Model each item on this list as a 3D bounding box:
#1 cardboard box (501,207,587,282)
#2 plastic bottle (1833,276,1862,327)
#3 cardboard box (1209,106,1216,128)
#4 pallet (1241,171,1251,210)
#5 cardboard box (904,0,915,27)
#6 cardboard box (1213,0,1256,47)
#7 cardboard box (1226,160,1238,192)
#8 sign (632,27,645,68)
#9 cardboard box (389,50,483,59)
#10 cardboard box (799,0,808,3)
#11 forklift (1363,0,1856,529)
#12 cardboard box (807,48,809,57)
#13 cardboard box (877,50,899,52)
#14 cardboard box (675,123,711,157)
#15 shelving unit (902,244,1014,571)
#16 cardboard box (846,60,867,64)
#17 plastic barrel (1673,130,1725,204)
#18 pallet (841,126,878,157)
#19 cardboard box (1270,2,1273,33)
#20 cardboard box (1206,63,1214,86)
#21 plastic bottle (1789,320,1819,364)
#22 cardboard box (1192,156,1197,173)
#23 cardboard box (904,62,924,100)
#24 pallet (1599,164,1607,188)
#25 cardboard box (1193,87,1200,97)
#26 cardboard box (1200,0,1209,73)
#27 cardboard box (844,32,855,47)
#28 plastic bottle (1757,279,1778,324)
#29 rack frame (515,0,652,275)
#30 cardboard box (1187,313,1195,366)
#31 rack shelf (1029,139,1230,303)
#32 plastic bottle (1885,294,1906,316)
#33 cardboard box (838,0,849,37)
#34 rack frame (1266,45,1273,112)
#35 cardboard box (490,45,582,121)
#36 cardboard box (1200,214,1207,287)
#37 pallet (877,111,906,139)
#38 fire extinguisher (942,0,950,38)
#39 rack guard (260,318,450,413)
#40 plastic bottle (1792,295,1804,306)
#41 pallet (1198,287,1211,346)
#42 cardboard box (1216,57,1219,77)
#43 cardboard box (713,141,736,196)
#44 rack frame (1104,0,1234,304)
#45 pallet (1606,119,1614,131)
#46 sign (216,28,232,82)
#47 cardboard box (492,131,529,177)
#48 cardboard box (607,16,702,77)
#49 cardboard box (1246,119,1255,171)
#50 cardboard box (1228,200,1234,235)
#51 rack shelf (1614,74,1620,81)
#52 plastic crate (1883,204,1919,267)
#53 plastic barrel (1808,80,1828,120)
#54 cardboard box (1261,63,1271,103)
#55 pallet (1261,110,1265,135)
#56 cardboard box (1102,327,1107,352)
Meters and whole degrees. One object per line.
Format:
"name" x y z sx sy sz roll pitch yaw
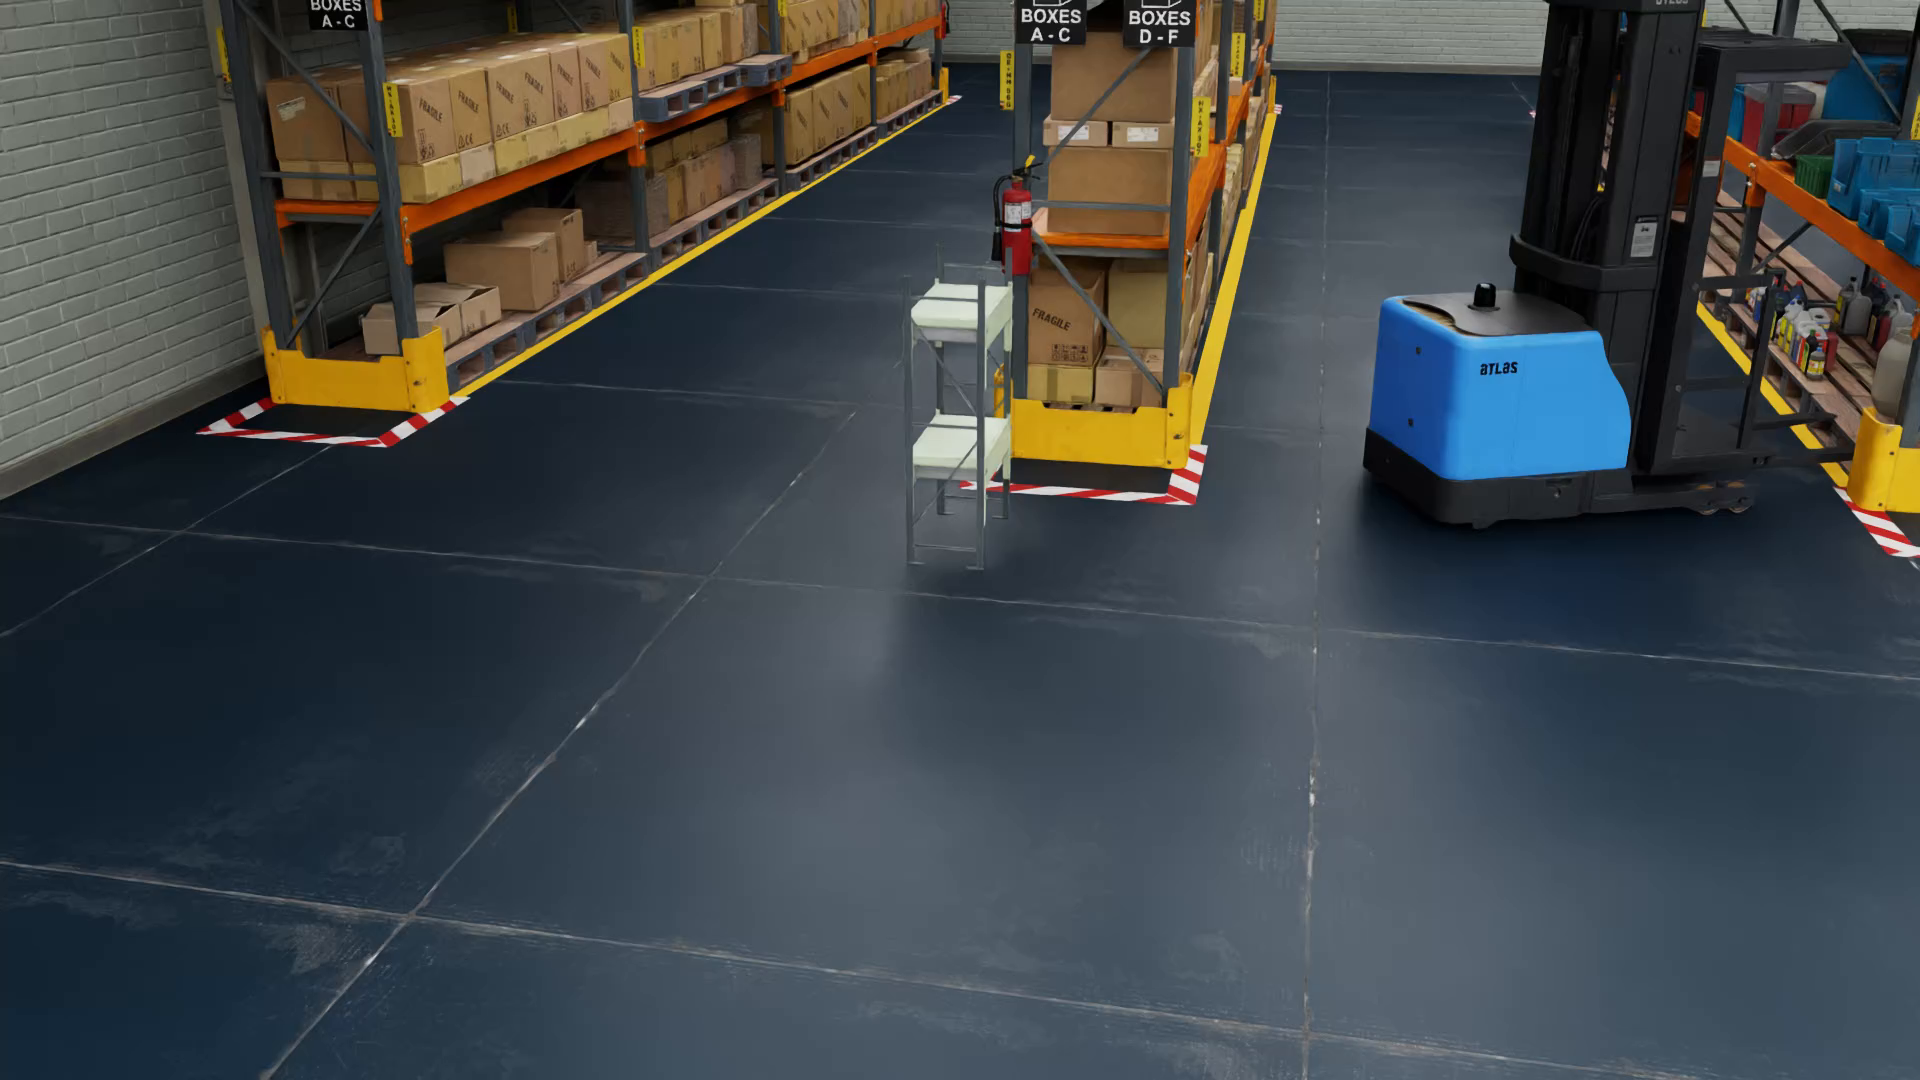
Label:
"cardboard box" -3.400 -2.426 13.618 0.500 0.500 0.500 3 22 7
"plastic bottle" 6.481 -1.737 12.109 0.144 0.351 0.185 4 22 11
"cardboard box" 2.004 -3.579 14.062 0.380 0.149 0.250 4 22 11
"pallet" 2.628 -3.827 18.073 1.003 0.211 1.213 4 22 11
"cardboard box" -1.175 -7.559 23.206 0.980 0.700 0.700 3 22 8
"cardboard box" 2.831 -5.650 18.172 0.700 0.500 0.500 9 24 21
"cardboard box" 2.368 -3.445 15.759 0.500 0.311 0.500 4 22 11
"sign" -2.695 -4.127 13.926 0.100 0.325 0.005 4 22 11
"cardboard box" -3.839 -3.334 12.287 0.500 0.500 0.500 5 22 12
"cardboard box" -1.957 -6.111 18.450 0.500 0.250 0.500 4 22 10
"forklift" 3.931 -1.685 9.113 3.031 2.935 1.130 -5 22 -12
"cardboard box" -1.945 -5.601 19.056 0.380 0.149 0.250 5 22 12
"cardboard box" -1.097 -7.101 24.385 0.380 0.149 0.250 5 22 11
"cardboard box" -2.785 -3.960 16.423 0.500 0.250 0.500 4 22 11
"shelving unit" -0.001 -0.693 8.567 0.431 1.500 0.755 4 22 11
"cardboard box" -1.407 -6.543 22.999 0.380 0.149 0.250 4 22 9
"plastic barrel" 7.370 -3.840 16.715 0.600 0.830 0.708 4 22 11
"pallet" -1.679 -5.108 21.254 1.003 0.211 1.213 4 22 11
"cardboard box" 3.934 -7.082 22.288 0.500 0.500 0.500 4 22 10
"cardboard box" 1.724 -3.529 12.598 0.380 0.149 0.250 4 22 10
"plastic bottle" 5.707 -1.332 11.203 0.152 0.276 0.135 4 22 9
"cardboard box" 1.331 -2.894 11.892 0.700 0.500 0.500 5 22 12
"cardboard box" -0.926 -6.741 24.360 0.700 0.500 0.500 4 22 11
"pallet" 7.658 -3.914 18.290 1.003 0.211 1.213 4 22 11
"cardboard box" 1.412 -2.961 11.188 0.380 0.149 0.250 5 22 11
"cardboard box" 1.436 -3.688 12.125 0.700 0.500 0.500 4 22 11
"cardboard box" -1.509 -6.151 20.419 0.380 0.149 0.250 4 22 11
"plastic bottle" 5.900 -1.720 12.067 0.144 0.351 0.185 5 22 12
"rack frame" -3.228 -3.764 14.184 1.000 3.000 0.127 4 22 11
"cardboard box" 1.335 -1.389 11.406 0.500 0.250 0.500 4 22 11
"rack shelf" 1.215 -2.322 11.568 1.077 0.370 4.000 4 22 11
"plastic bottle" 6.517 -1.538 11.614 0.144 0.351 0.185 4 22 11
"cardboard box" -1.648 -6.325 19.984 0.500 0.500 0.500 4 22 11
"rack frame" 4.071 -7.776 24.146 1.000 3.000 0.127 4 22 11
"cardboard box" -3.231 -3.488 12.670 0.500 0.500 0.500 4 22 9
"cardboard box" 1.530 -2.103 12.175 0.500 0.500 0.500 4 22 11
"pallet" -1.363 -5.668 22.645 1.003 0.211 1.213 4 22 11
"fire extinguisher" -0.296 -7.964 25.214 0.296 0.674 0.183 4 22 11
"rack guard" -4.028 -1.169 11.087 1.175 0.500 0.348 4 22 11
"plastic bottle" 5.989 -1.621 11.927 0.097 0.271 0.097 0 22 0
"pallet" 1.419 -1.806 13.056 1.003 0.211 1.213 4 22 11
"cardboard box" 2.322 -4.679 16.576 0.500 0.311 0.500 6 23 14
"cardboard box" -2.726 -3.824 17.091 0.700 0.500 0.500 4 22 11
"rack frame" 1.623 -3.387 13.249 1.000 3.000 0.127 4 22 11
"pallet" 8.462 -5.360 21.880 1.003 0.211 1.213 4 22 11
"sign" -4.583 -3.034 10.399 0.100 0.325 0.005 4 22 11
"cardboard box" -3.432 -2.772 11.894 0.500 0.250 0.500 4 22 10
"cardboard box" -2.866 -4.645 15.648 0.700 0.500 0.500 8 23 18
"cardboard box" 3.020 -4.415 18.557 0.500 0.500 0.500 4 22 10
"cardboard box" 2.261 -2.998 15.401 0.500 0.250 0.500 5 22 12
"rack shelf" 7.695 -4.869 17.891 1.077 0.370 4.000 4 22 11
"plastic crate" 5.464 -1.682 9.215 0.499 0.251 0.616 4 22 11
"plastic barrel" 6.881 -3.405 13.110 0.433 0.535 0.433 0 22 0
"cardboard box" 4.201 -6.603 23.991 0.500 0.500 0.500 4 22 11
"pallet" 3.643 -5.718 22.770 1.003 0.211 1.213 4 22 11
"cardboard box" 0.717 -1.246 11.051 0.500 0.250 0.500 4 22 11
